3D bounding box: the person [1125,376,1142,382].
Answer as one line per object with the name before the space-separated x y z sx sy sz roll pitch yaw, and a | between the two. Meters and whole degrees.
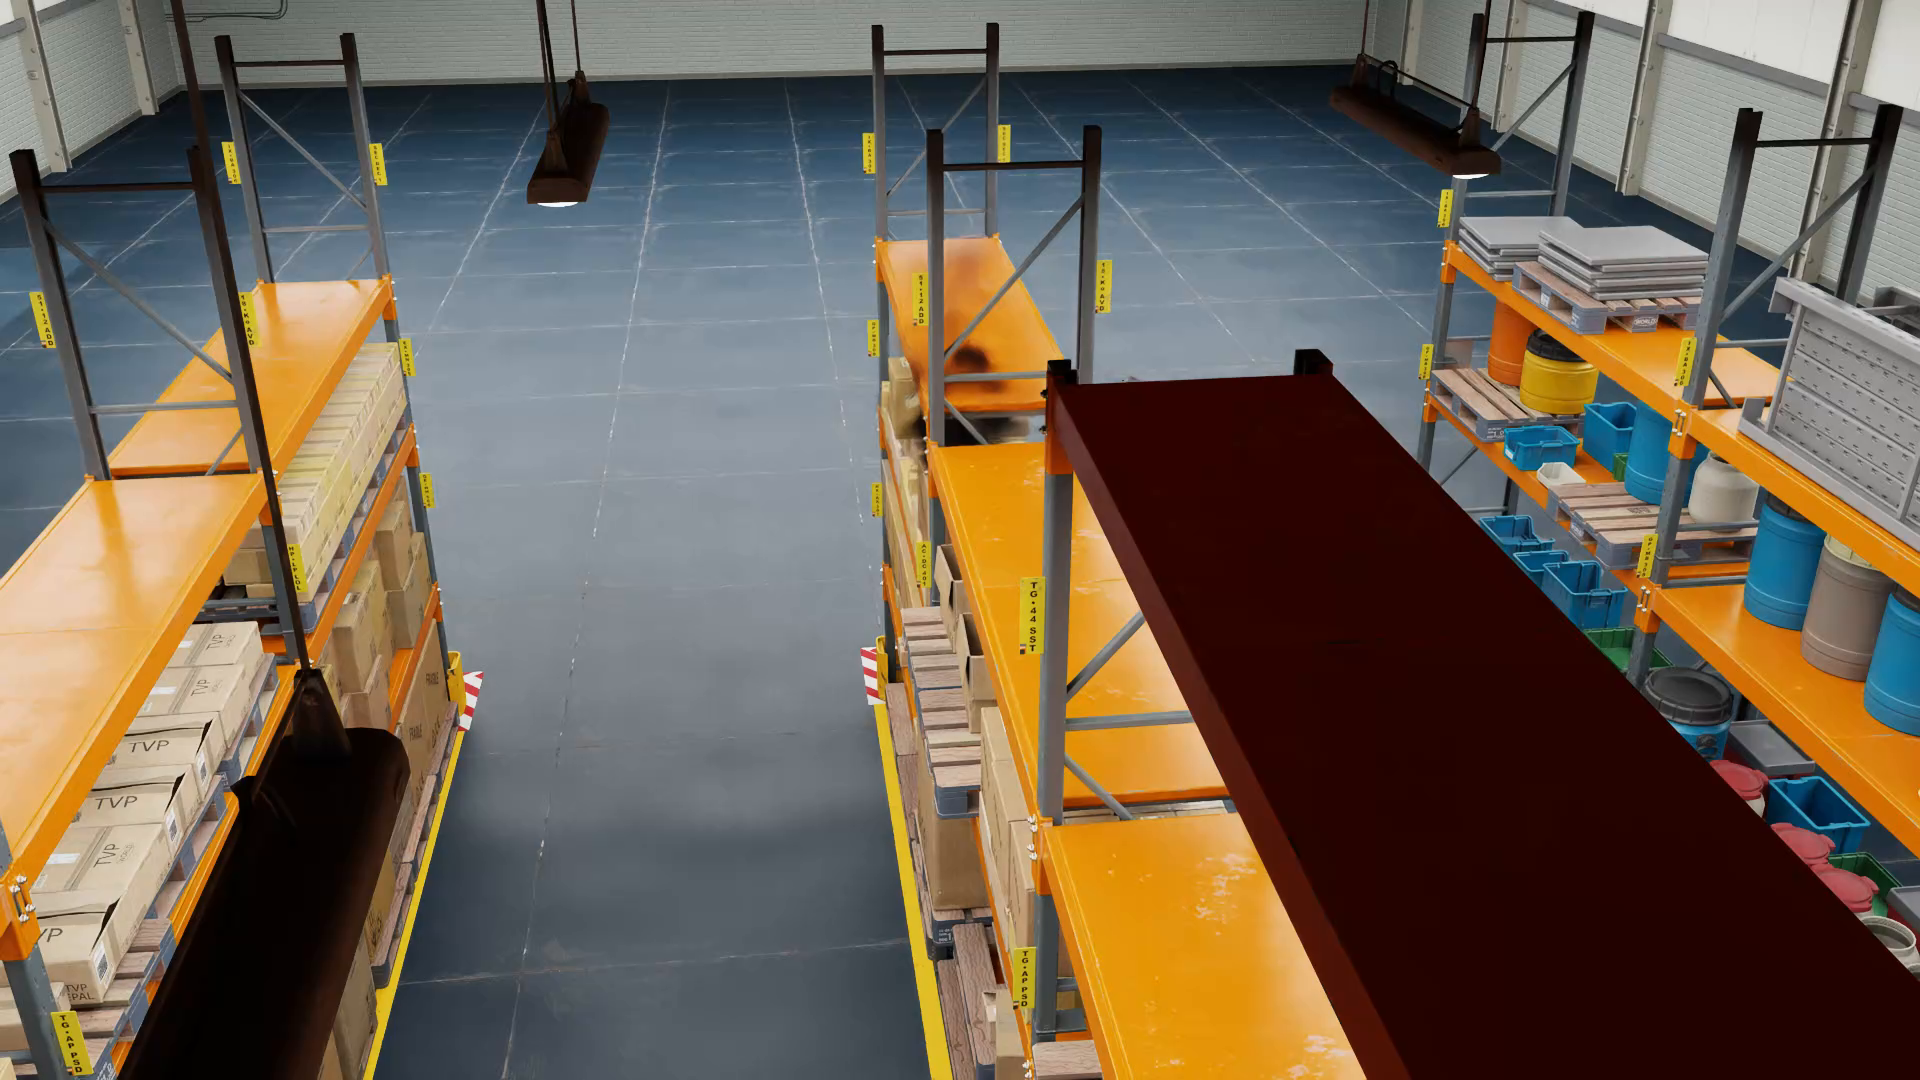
person | 1.907 -1.092 18.892 0.527 1.638 0.609 12 28 23
